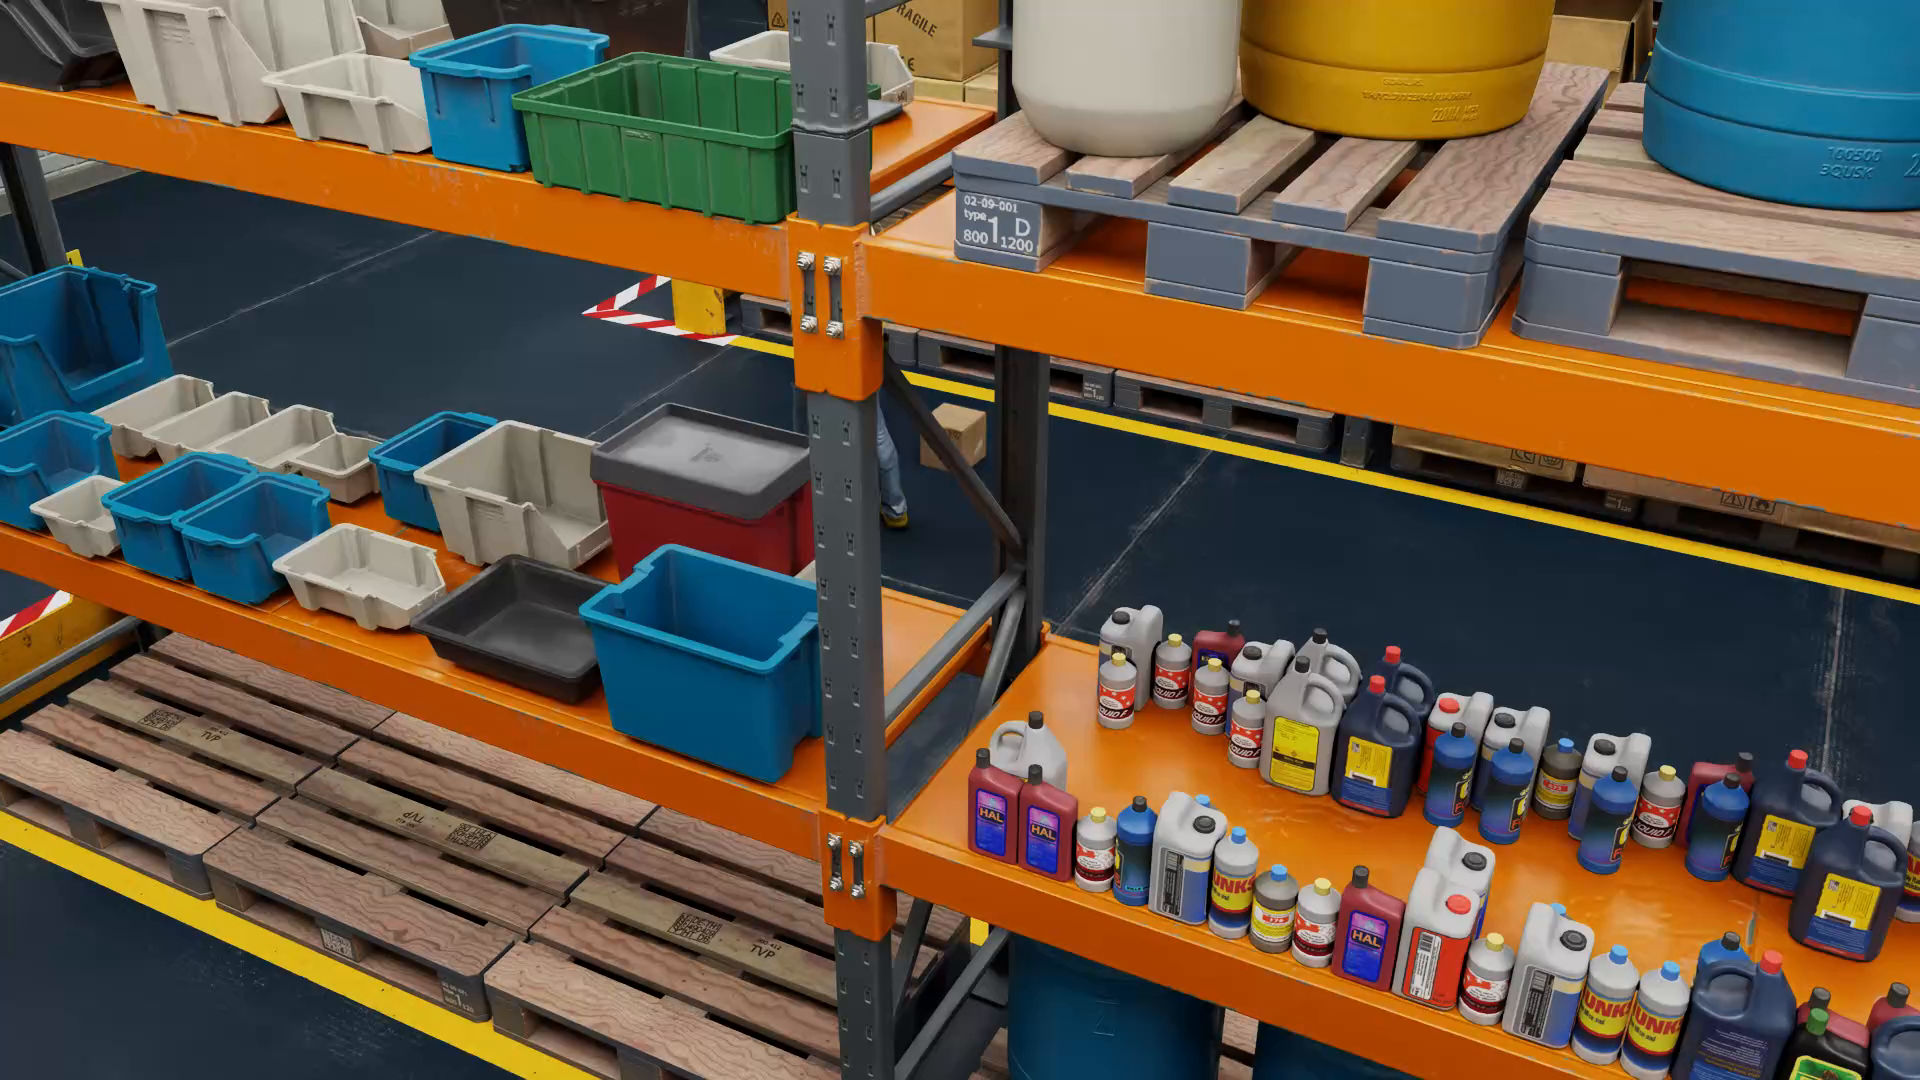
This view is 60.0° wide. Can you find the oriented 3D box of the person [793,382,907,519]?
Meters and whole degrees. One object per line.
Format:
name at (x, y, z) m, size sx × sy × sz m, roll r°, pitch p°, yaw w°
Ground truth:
person at (-0.524, -0.848, 7.528) m, size 0.517 × 1.693 × 0.590 m, roll 14°, pitch 33°, yaw 23°
